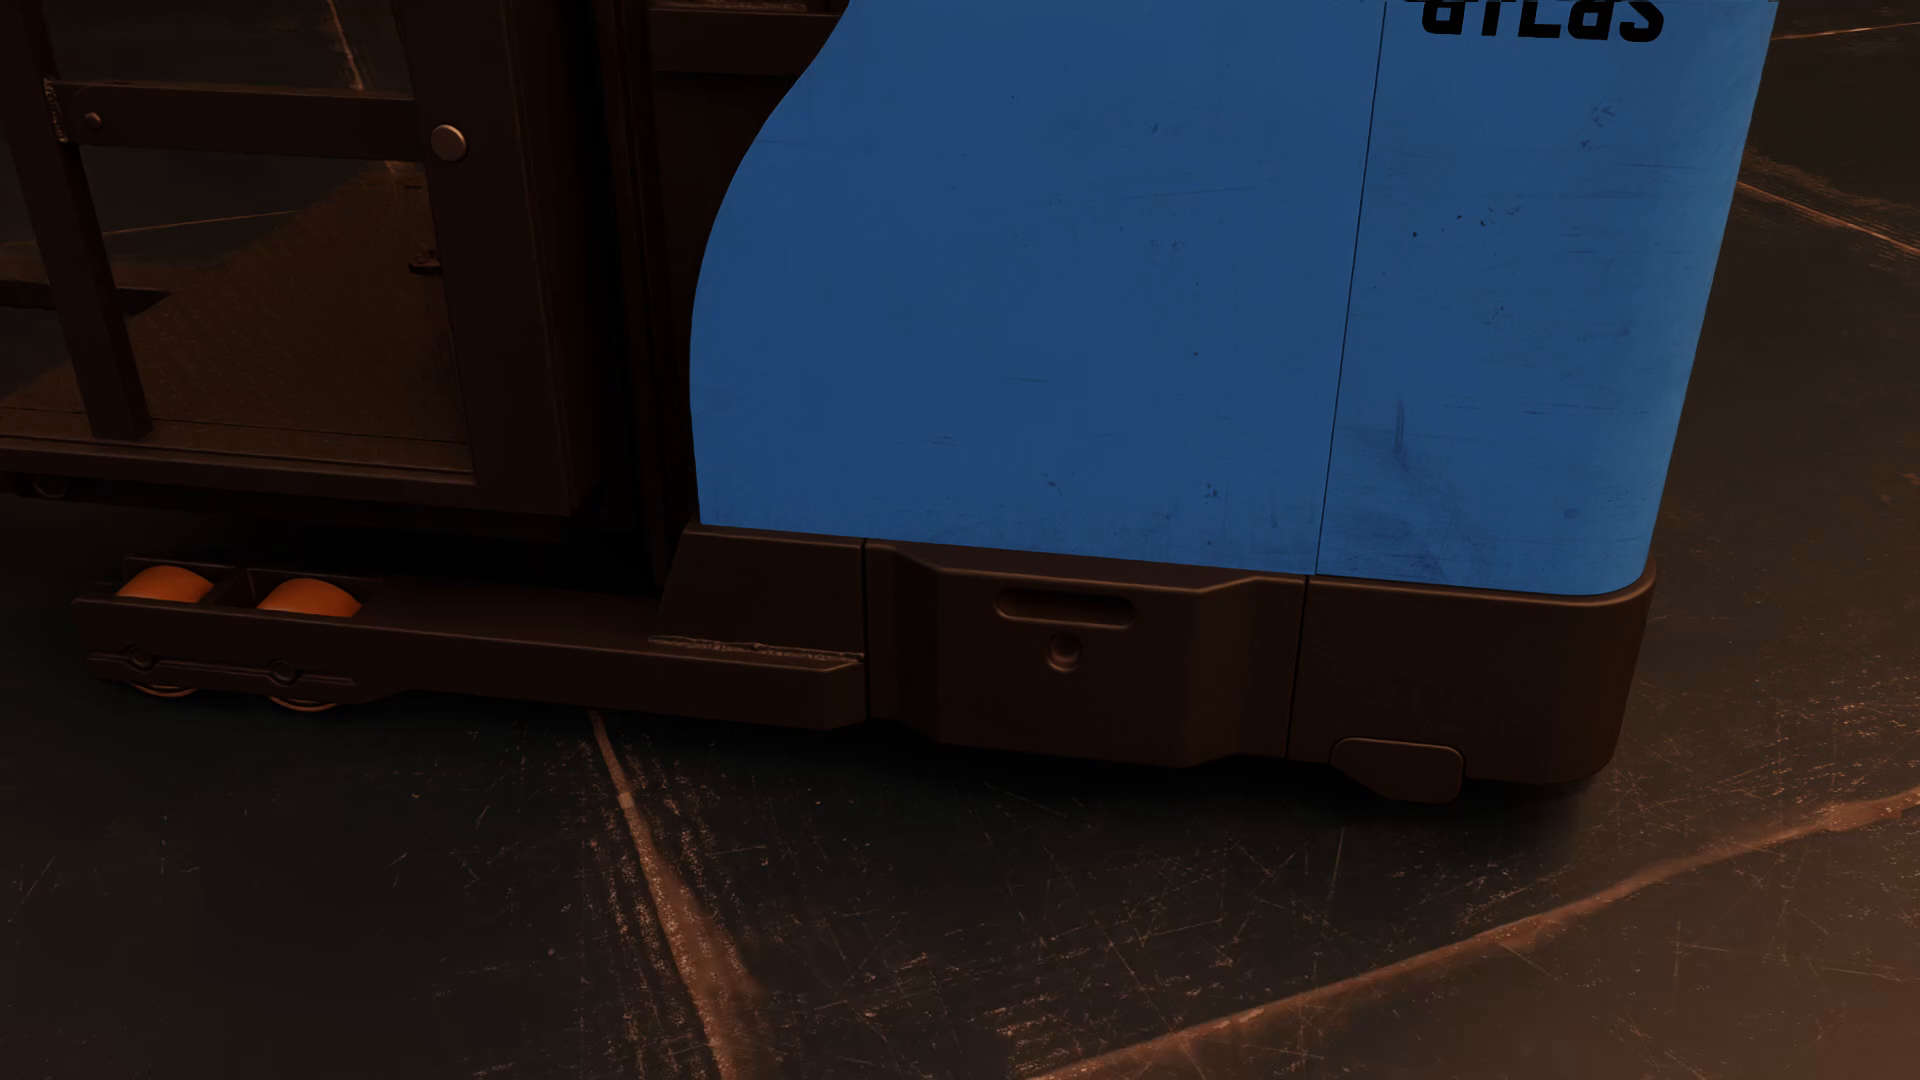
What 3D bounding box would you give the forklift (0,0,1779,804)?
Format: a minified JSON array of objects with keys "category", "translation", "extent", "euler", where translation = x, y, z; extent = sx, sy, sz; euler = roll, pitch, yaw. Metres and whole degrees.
[{"category":"forklift","translation":[-0.660,-1.307,1.833],"extent":[3.031,2.935,1.130],"euler":[5,30,8]}]
